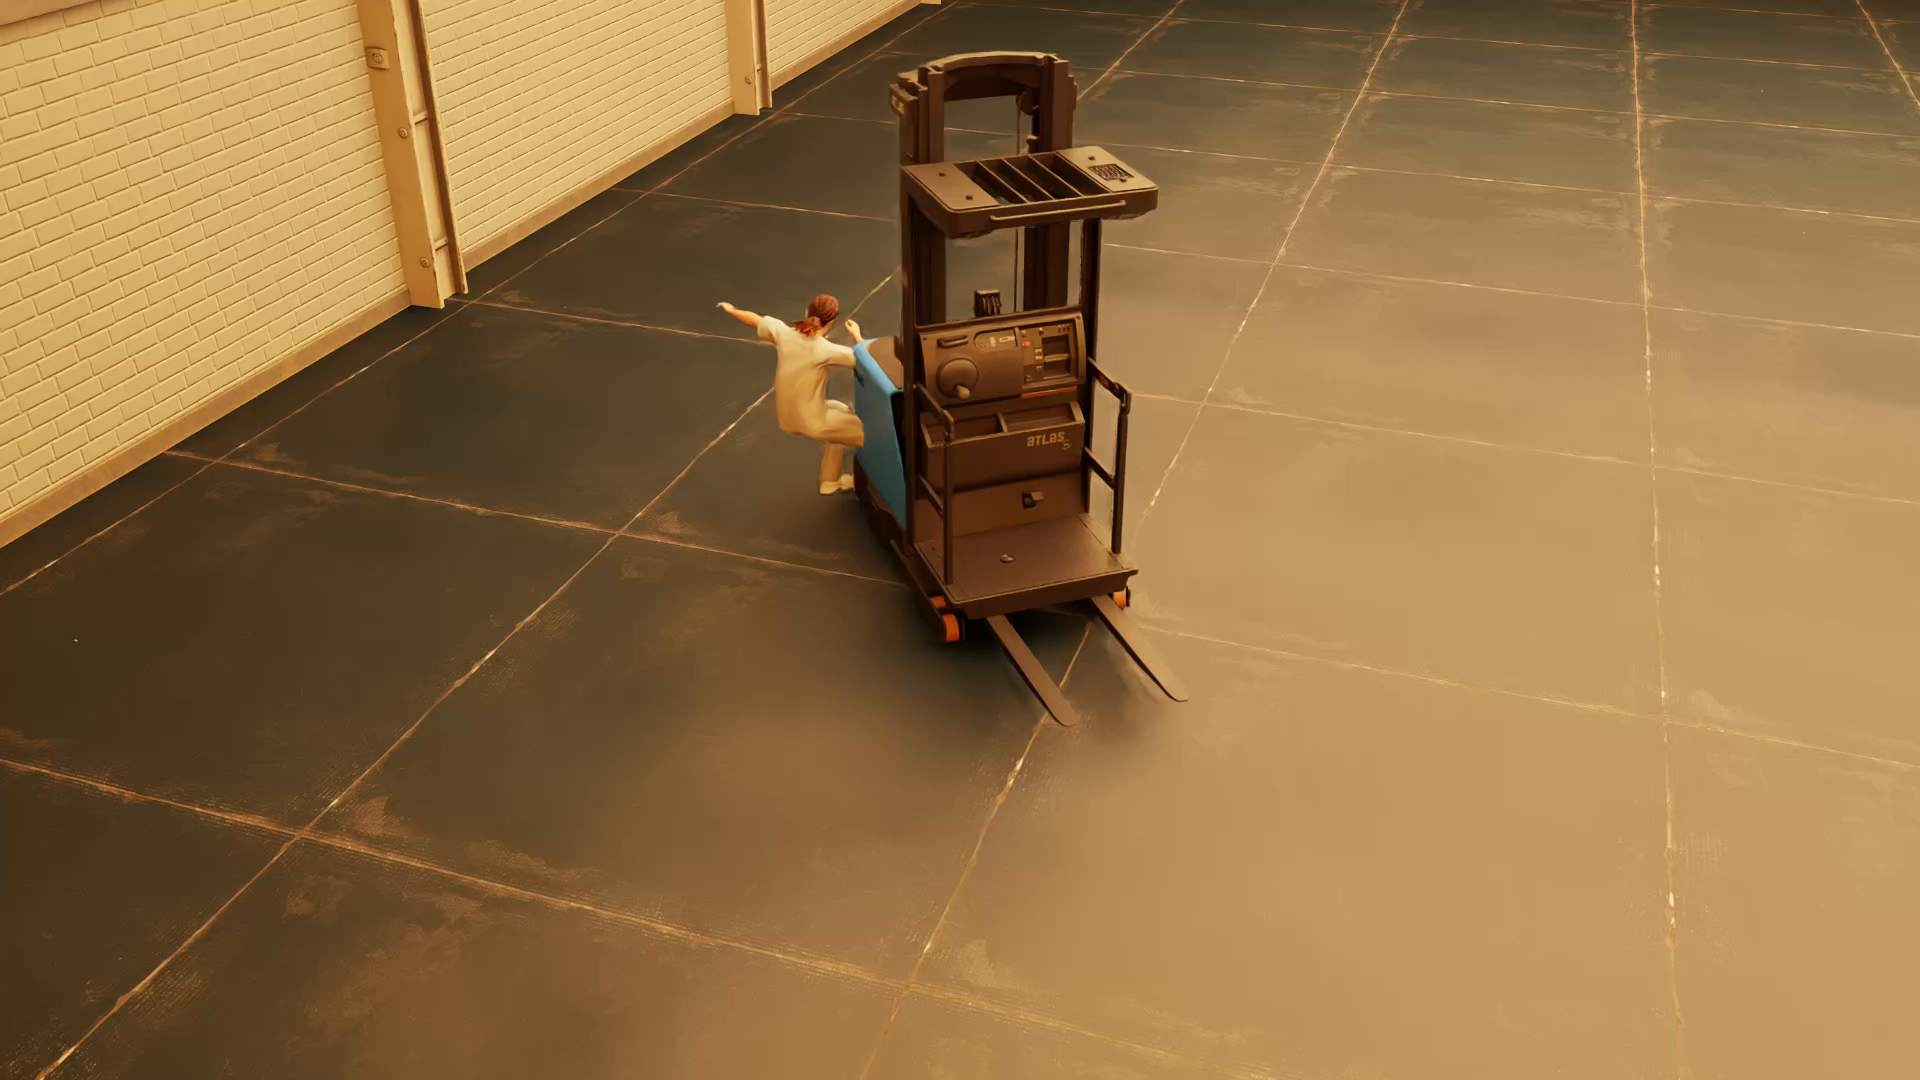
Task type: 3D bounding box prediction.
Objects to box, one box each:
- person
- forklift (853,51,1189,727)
[{"bbox_3d":[-0.885,-0.885,10.281,1.455,1.381,0.700,19,35,29],"label":"person"},{"bbox_3d":[0.311,-0.937,8.781,1.130,2.935,3.031,-10,31,-17],"label":"forklift"}]
